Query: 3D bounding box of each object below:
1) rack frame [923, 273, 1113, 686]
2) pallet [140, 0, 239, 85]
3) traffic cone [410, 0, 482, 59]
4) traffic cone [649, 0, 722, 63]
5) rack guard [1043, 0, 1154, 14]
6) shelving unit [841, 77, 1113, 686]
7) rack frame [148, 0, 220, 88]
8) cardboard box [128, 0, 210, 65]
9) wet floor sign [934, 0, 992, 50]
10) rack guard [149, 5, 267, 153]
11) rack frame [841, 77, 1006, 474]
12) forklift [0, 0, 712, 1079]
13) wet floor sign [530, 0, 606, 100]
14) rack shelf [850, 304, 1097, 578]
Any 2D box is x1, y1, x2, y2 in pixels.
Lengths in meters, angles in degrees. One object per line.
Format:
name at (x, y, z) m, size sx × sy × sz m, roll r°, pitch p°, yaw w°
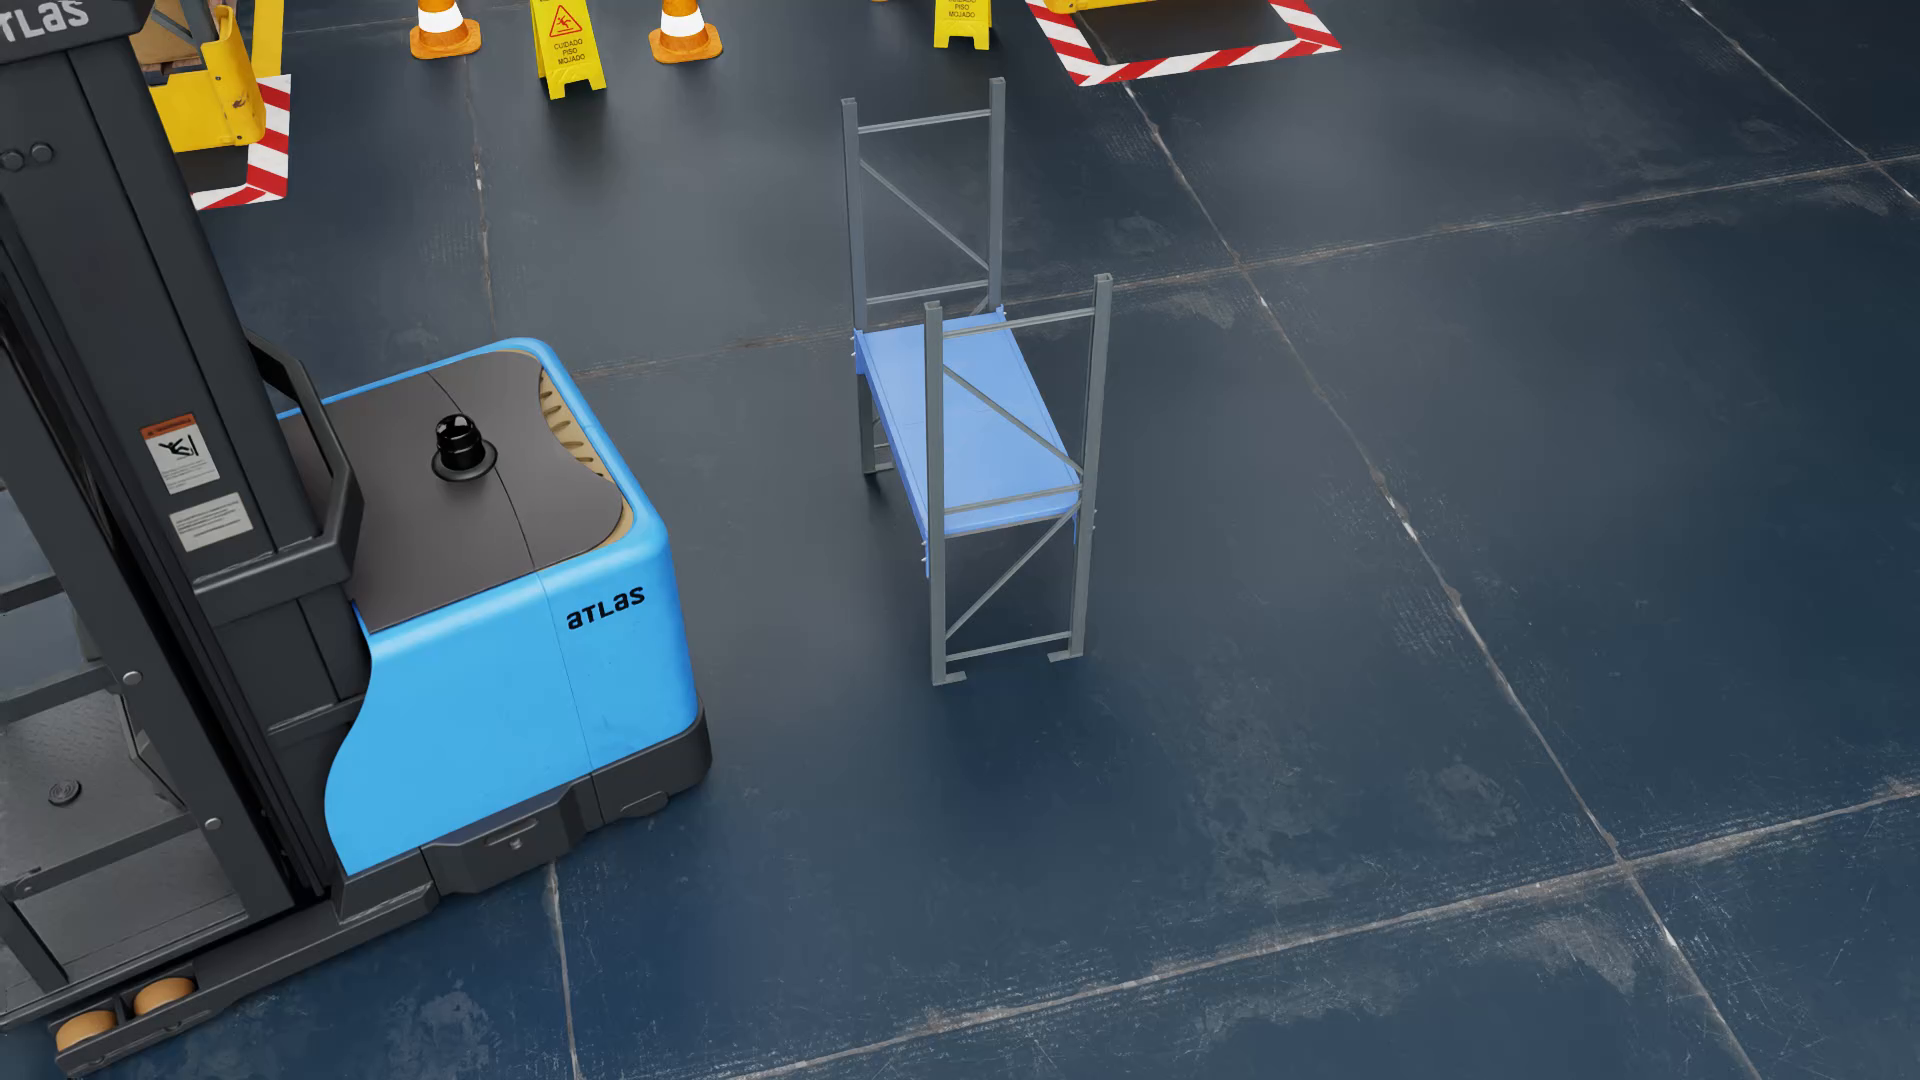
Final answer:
rack frame at (0.152, -0.115, 4.813) m, size 0.500 × 1.500 × 0.032 m, roll -11°, pitch 47°, yaw -10°
pallet at (-4.037, -2.436, 7.990) m, size 1.003 × 0.211 × 1.213 m, roll -11°, pitch 47°, yaw -10°
traffic cone at (-2.520, -2.613, 7.987) m, size 0.336 × 0.463 × 0.334 m, roll -11°, pitch 47°, yaw -10°
traffic cone at (-1.341, -2.585, 7.959) m, size 0.336 × 0.463 × 0.334 m, roll -11°, pitch 47°, yaw -10°
rack guard at (0.983, -3.027, 8.367) m, size 1.175 × 0.500 × 0.348 m, roll -11°, pitch 47°, yaw -10°
shelving unit at (0.022, -0.466, 5.157) m, size 0.538 × 1.500 × 1.048 m, roll -11°, pitch 47°, yaw -10°
rack frame at (-3.757, -2.875, 6.467) m, size 1.000 × 3.000 × 0.127 m, roll -11°, pitch 47°, yaw -10°
cardboard box at (-3.995, -2.734, 7.523) m, size 0.875 × 0.875 × 0.875 m, roll -10°, pitch 47°, yaw -10°
wet floor sign at (0.016, -2.699, 7.943) m, size 0.267 × 0.644 × 0.232 m, roll 4°, pitch 46°, yaw 4°
rack guard at (-3.751, -1.983, 7.344) m, size 1.175 × 0.500 × 0.348 m, roll -11°, pitch 47°, yaw -10°
rack frame at (-0.108, -0.817, 5.501) m, size 0.500 × 1.500 × 0.032 m, roll -11°, pitch 47°, yaw -10°
forklift at (-2.280, -0.065, 3.761) m, size 3.031 × 2.935 × 1.130 m, roll -22°, pitch 50°, yaw -21°
wet floor sign at (-1.836, -2.393, 7.643) m, size 0.267 × 0.644 × 0.232 m, roll -18°, pitch 48°, yaw -17°
rack shelf at (0.022, -0.340, 5.285) m, size 0.538 × 0.185 × 1.000 m, roll -11°, pitch 47°, yaw -10°
